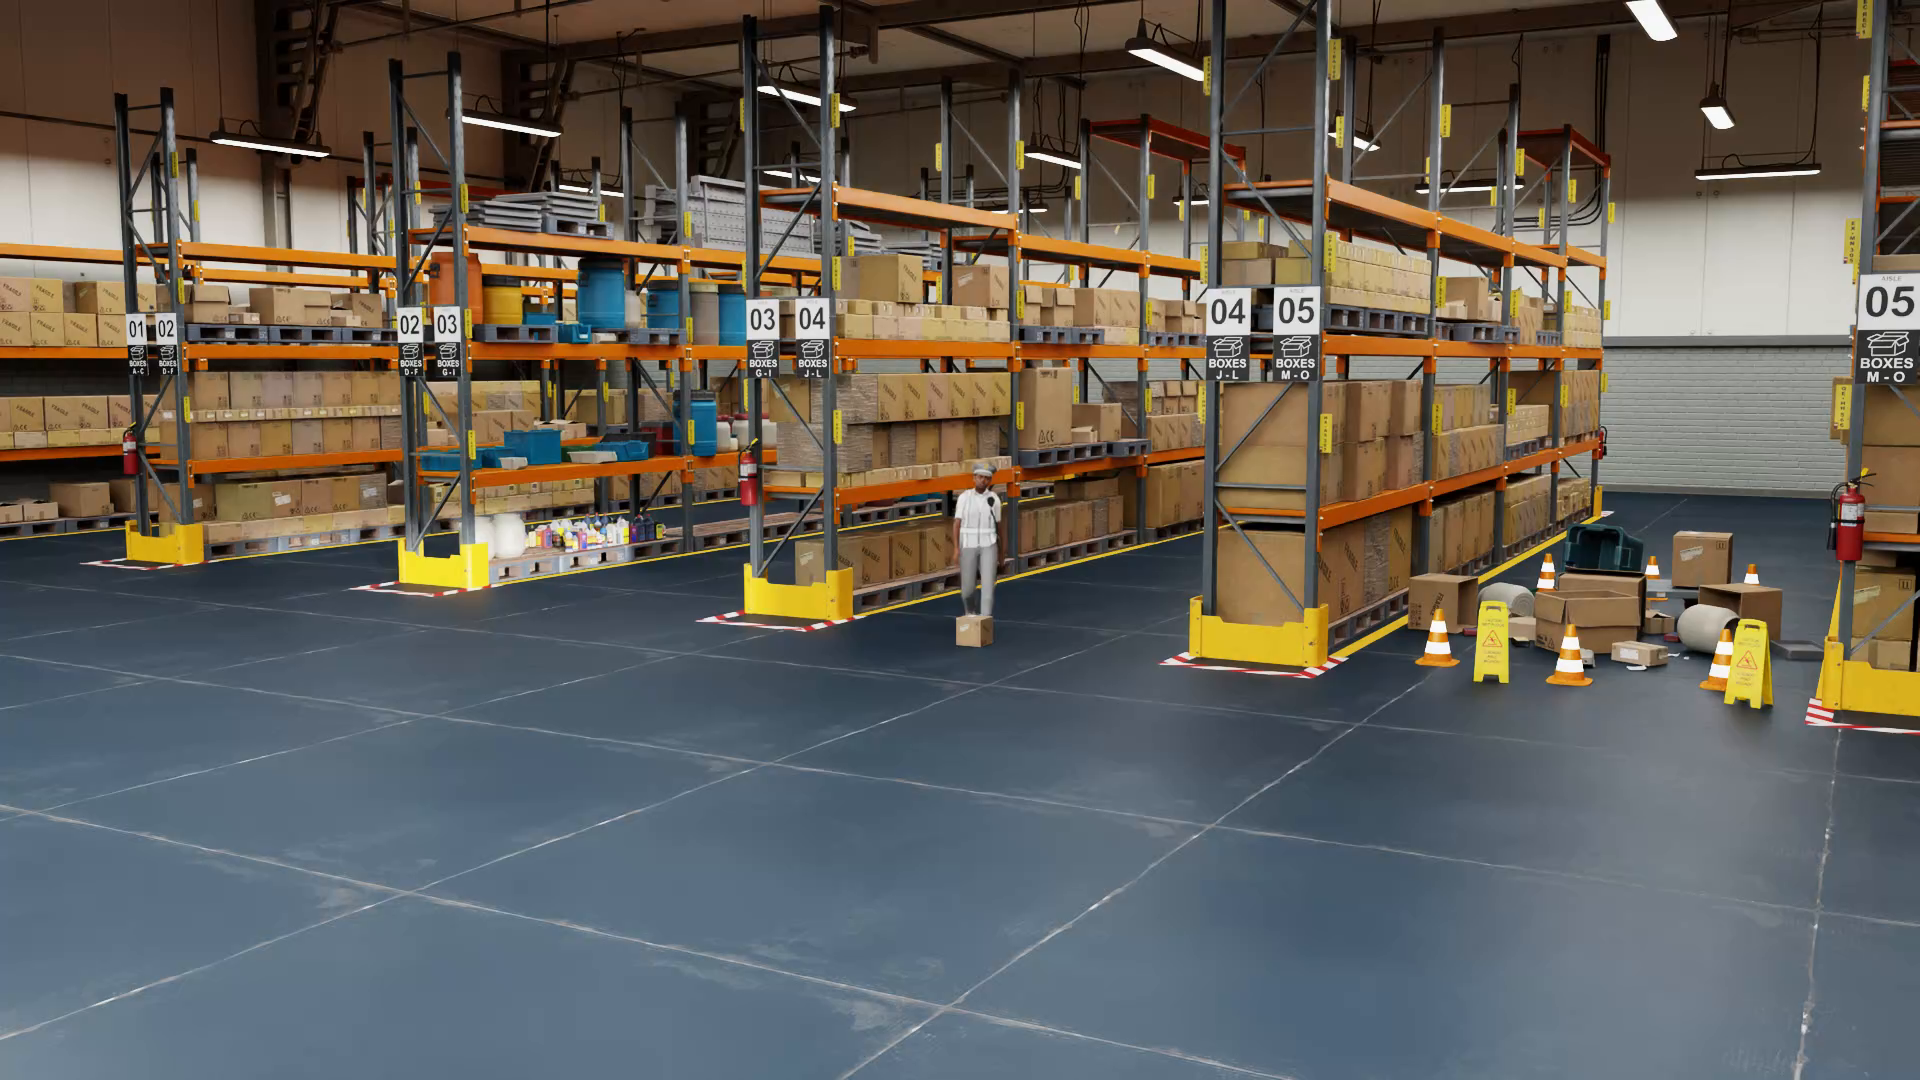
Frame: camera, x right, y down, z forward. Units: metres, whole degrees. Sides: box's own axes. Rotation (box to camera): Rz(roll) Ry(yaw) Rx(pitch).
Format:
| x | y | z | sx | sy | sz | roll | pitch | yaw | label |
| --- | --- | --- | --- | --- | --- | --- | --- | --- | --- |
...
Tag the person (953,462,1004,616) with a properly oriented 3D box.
| x | y | z | sx | sy | sz | roll | pitch | yaw | label |
| --- | --- | --- | --- | --- | --- | --- | --- | --- | --- |
| 0.182 | 0.082 | 15.712 | 0.497 | 1.616 | 0.878 | 0 | 6 | -2 | person |
